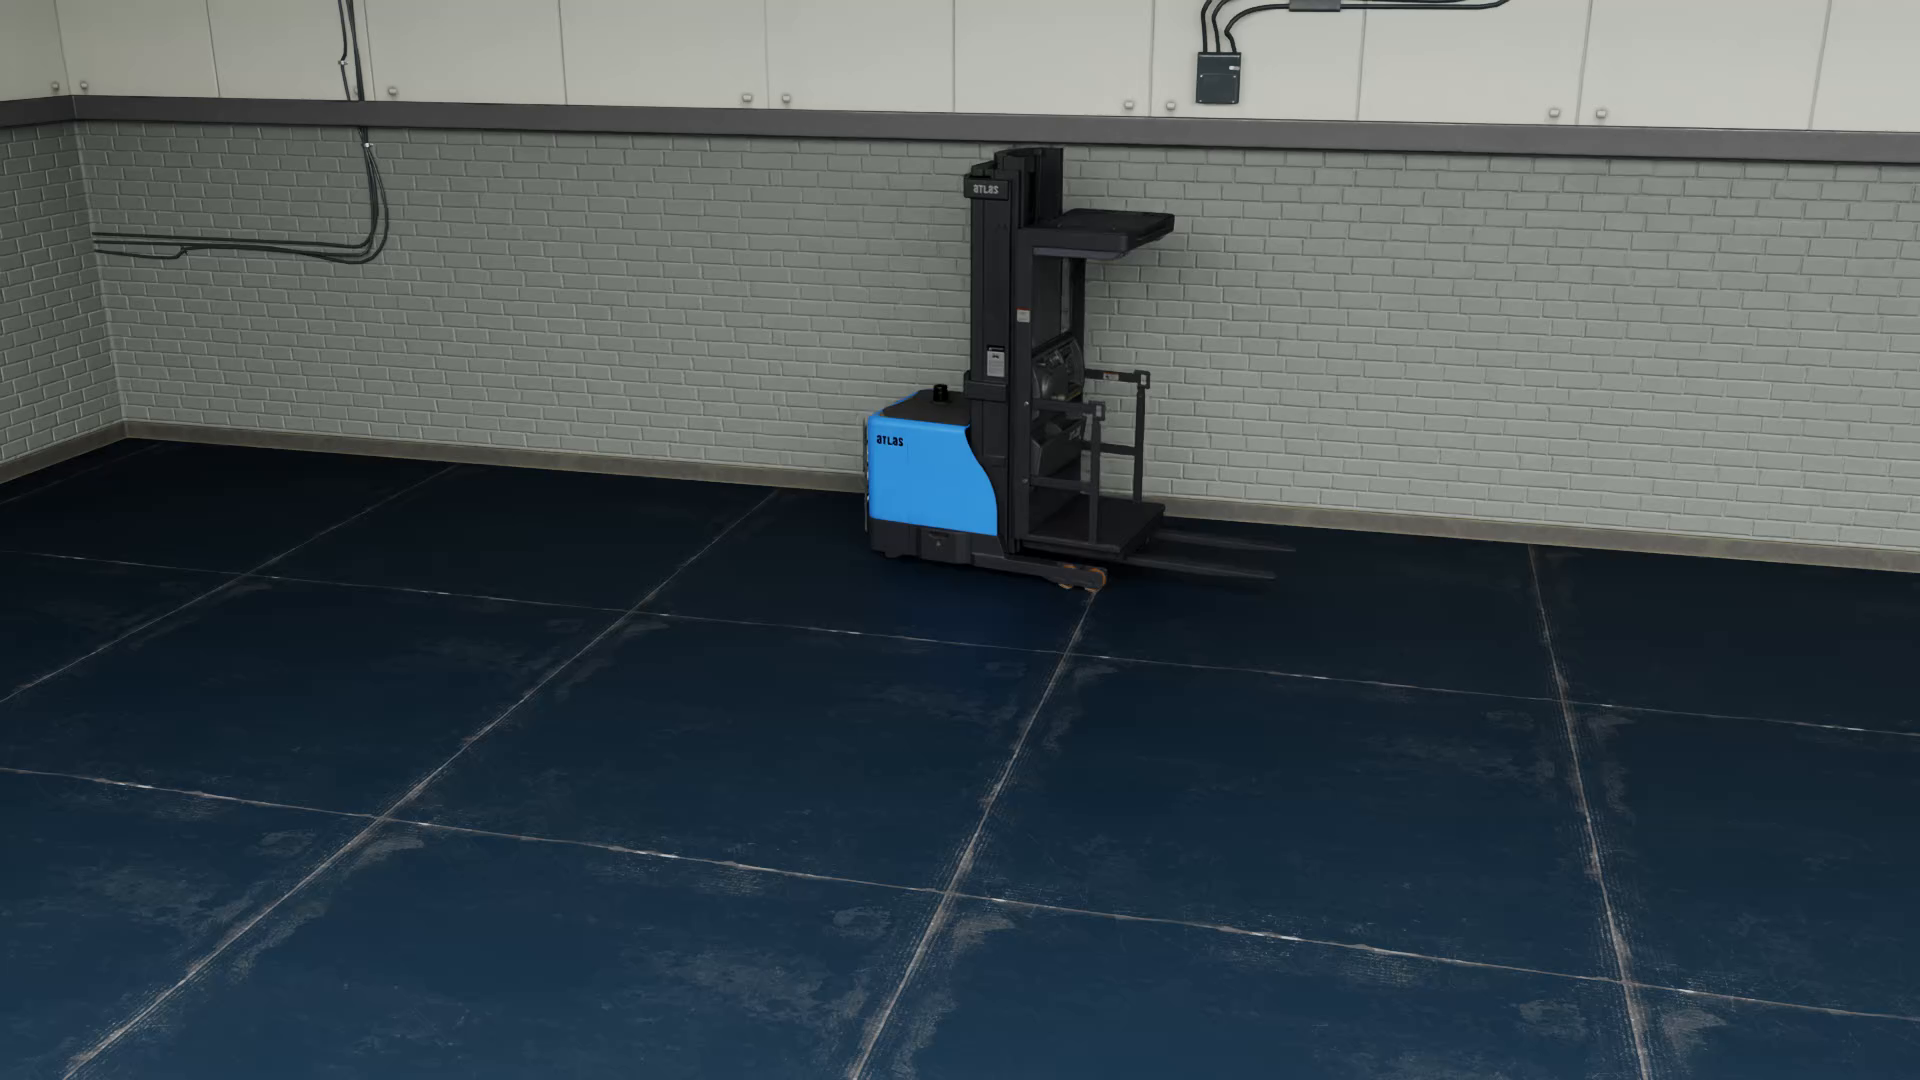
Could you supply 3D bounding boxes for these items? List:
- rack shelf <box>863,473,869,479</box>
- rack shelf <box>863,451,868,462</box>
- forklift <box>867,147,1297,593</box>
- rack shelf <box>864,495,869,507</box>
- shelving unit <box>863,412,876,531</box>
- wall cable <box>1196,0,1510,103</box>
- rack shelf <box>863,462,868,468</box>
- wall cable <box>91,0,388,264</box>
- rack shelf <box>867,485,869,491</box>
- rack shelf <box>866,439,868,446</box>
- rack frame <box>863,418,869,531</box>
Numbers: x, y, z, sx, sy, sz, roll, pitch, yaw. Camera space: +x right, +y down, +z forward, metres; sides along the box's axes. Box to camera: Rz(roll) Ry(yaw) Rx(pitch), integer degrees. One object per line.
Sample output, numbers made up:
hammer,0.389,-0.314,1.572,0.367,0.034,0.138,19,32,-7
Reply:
rack shelf,-0.585,-0.478,12.799,0.258,0.077,0.200,8,20,21
rack shelf,-0.585,-0.649,12.741,0.258,0.077,0.200,8,20,21
forklift,0.879,-1.215,11.710,3.031,2.935,1.130,8,20,22
rack shelf,-0.585,-0.308,12.857,0.258,0.077,0.200,8,20,21
shelving unit,-0.585,-0.510,12.788,0.258,0.900,0.210,8,20,21
wall cable,2.843,-5.946,10.913,2.305,6.003,0.169,5,19,13
rack shelf,-0.585,-0.563,12.770,0.258,0.077,0.200,8,20,21
wall cable,-6.359,-3.622,14.174,3.097,2.526,0.112,5,19,13
rack shelf,-0.585,-0.393,12.828,0.258,0.077,0.200,8,20,21
rack shelf,-0.585,-0.734,12.711,0.258,0.077,0.200,8,20,21
rack frame,-0.624,-0.479,12.699,0.240,0.900,0.006,8,20,21
